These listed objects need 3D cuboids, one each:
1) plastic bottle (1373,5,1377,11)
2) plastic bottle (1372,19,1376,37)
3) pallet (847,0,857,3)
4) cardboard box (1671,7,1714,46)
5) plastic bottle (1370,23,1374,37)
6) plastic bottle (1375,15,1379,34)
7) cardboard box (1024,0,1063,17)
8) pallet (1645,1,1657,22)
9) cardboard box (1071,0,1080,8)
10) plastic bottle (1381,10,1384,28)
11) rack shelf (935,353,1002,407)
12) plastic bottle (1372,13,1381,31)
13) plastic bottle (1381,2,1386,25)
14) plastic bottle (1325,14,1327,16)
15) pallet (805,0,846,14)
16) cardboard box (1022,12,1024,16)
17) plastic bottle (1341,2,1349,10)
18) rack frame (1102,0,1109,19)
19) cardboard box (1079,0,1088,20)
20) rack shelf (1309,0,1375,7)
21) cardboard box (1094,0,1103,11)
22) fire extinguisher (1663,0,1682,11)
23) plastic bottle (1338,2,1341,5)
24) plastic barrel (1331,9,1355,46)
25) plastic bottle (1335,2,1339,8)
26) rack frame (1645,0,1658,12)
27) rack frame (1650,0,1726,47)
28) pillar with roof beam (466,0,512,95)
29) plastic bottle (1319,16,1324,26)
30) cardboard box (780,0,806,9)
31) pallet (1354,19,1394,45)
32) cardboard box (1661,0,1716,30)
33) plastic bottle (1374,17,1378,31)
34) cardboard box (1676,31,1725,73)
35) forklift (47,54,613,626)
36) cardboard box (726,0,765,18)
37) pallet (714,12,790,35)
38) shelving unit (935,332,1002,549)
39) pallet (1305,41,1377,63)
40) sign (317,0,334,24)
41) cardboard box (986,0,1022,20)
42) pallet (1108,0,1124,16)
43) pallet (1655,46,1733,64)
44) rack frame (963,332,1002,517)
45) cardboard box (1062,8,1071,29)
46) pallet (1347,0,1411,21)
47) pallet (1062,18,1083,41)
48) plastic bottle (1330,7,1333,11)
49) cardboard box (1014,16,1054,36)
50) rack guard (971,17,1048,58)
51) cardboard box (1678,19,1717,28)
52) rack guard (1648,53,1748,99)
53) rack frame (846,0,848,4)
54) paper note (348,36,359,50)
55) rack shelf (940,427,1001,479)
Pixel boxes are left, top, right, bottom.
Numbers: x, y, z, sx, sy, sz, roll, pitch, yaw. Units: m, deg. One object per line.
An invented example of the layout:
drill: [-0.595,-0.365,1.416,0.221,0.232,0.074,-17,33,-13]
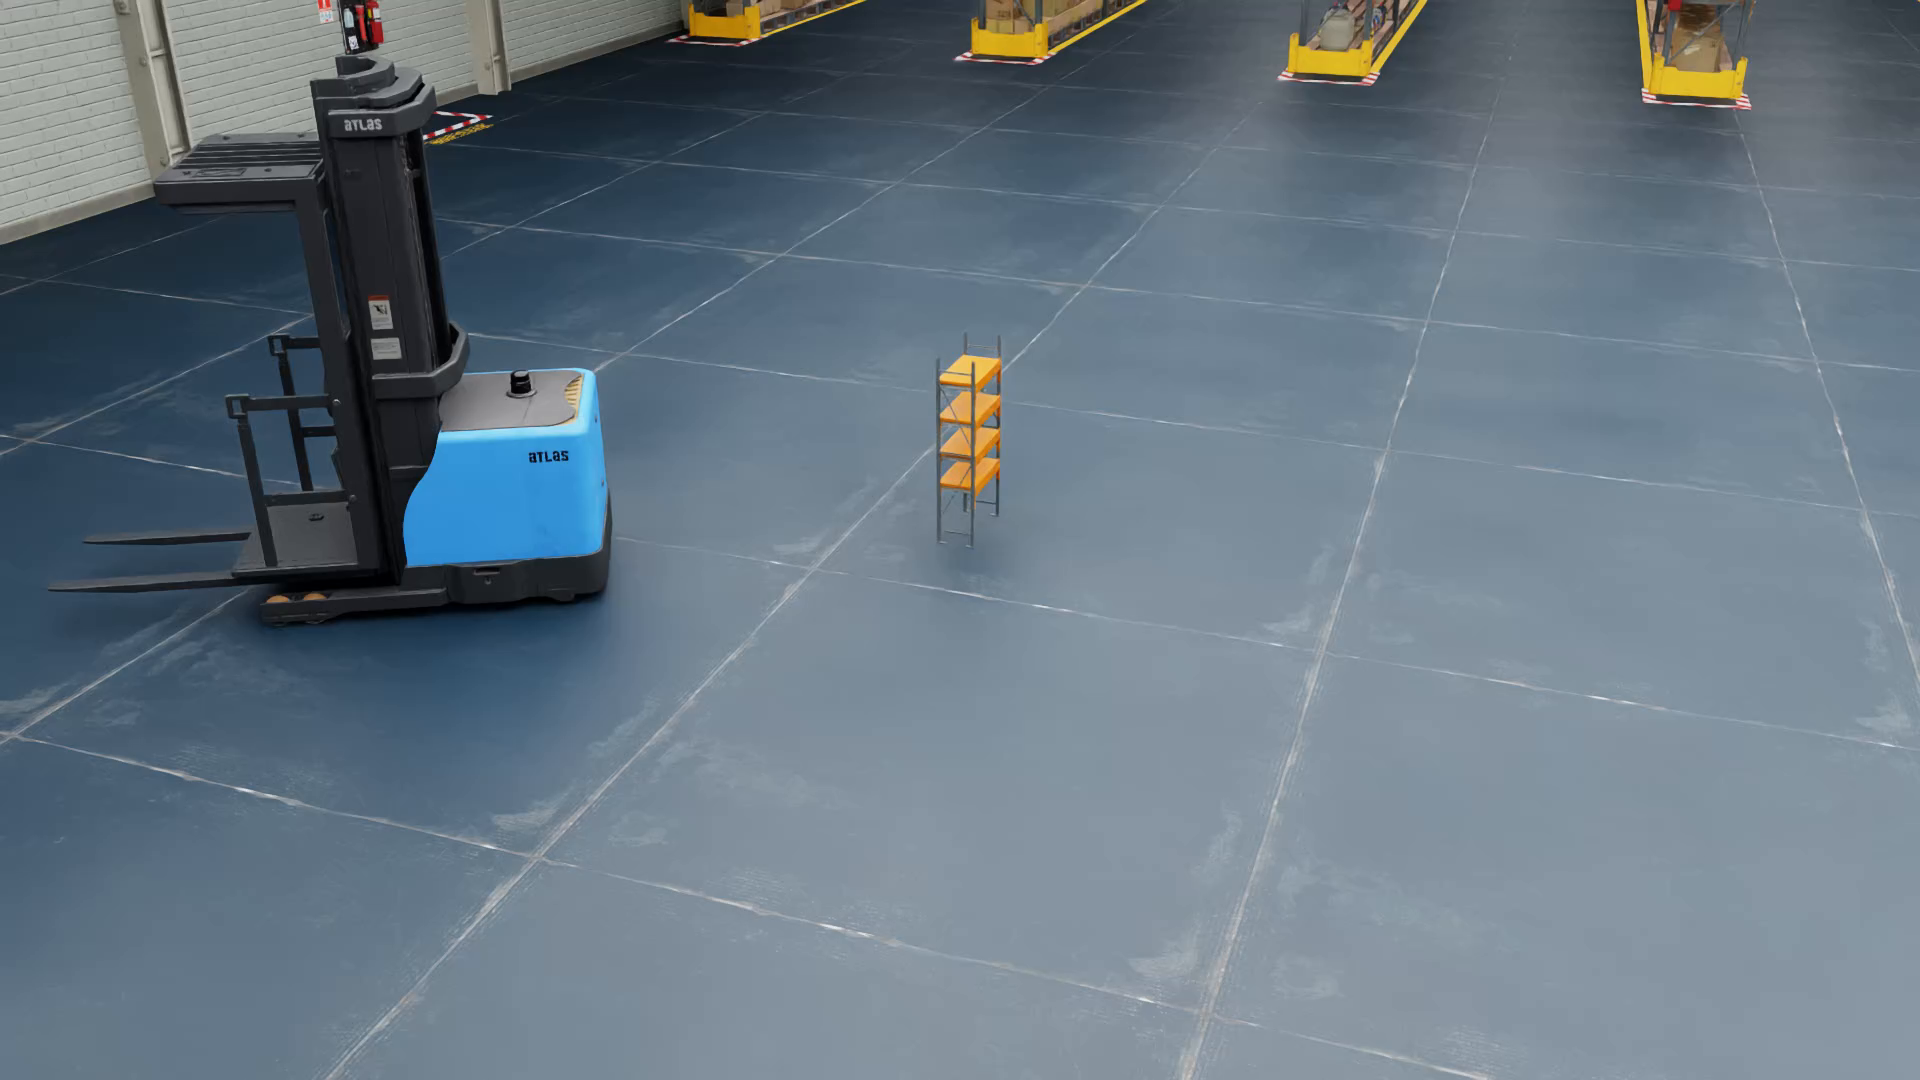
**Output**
plastic bottle: [6.698,-8.565,27.034,0.144,0.351,0.185,9,27,17]
plastic bottle: [6.435,-7.967,25.875,0.061,0.283,0.133,9,27,18]
pallet: [-2.308,-10.347,31.378,1.003,0.211,1.213,9,27,17]
cardboard box: [11.093,-7.796,25.296,0.500,0.500,0.500,19,32,34]
plastic bottle: [6.342,-7.871,25.691,0.097,0.271,0.097,0,26,0]
plastic bottle: [6.557,-8.137,26.239,0.097,0.271,0.097,0,26,0]
cardboard box: [1.328,-8.604,26.391,0.500,0.500,0.500,9,27,17]
pallet: [12.517,-9.195,28.998,1.003,0.211,1.213,9,27,17]
cardboard box: [1.665,-9.014,27.239,0.500,0.500,0.500,9,27,17]
plastic bottle: [6.755,-8.362,26.691,0.061,0.283,0.133,11,28,21]
rack shelf: [0.055,-0.962,9.958,0.258,0.148,0.480,9,27,17]
plastic bottle: [6.605,-8.233,26.433,0.152,0.276,0.135,9,27,18]
plastic bottle: [6.834,-8.545,26.990,0.144,0.351,0.185,8,27,16]
plastic bottle: [5.799,-8.149,26.258,0.152,0.276,0.135,8,27,16]
pallet: [-2.756,-9.746,30.136,1.003,0.211,1.213,9,27,17]
cardboard box: [0.830,-8.343,26.713,0.500,0.250,0.500,9,27,17]
plastic bottle: [6.252,-8.559,27.019,0.144,0.351,0.185,9,27,17]
rack frame: [2.107,-10.565,28.629,1.000,3.000,0.127,9,27,17]
cardboard box: [1.830,-8.883,27.827,0.500,0.250,0.500,9,27,17]
rack shelf: [6.111,-8.700,25.601,1.077,0.370,4.000,9,27,17]
cardboard box: [2.158,-9.294,28.677,0.500,0.250,0.500,9,27,17]
fire extinguisher: [9.643,-7.468,22.321,0.296,0.674,0.183,9,27,17]
plastic bottle: [6.257,-8.748,27.502,0.097,0.271,0.097,0,26,0]
plastic barrel: [5.759,-7.758,25.205,0.421,0.512,0.421,0,26,0]
plastic bottle: [6.116,-8.579,27.063,0.144,0.351,0.185,10,27,19]
rack frame: [12.778,-10.771,29.054,1.000,3.000,0.127,9,27,17]
rack frame: [11.447,-9.127,25.659,1.000,3.000,0.127,9,27,17]
pillar with roof beam: [-2.417,-9.661,19.878,9.100,9.000,0.400,9,27,17]
plastic bottle: [5.665,-8.046,26.038,0.061,0.283,0.133,9,27,19]
cardboard box: [-3.101,-9.511,28.815,0.700,0.500,0.500,7,27,14]
pallet: [6.514,-8.320,27.192,1.003,0.211,1.213,9,27,17]
cardboard box: [11.672,-8.449,26.622,0.700,0.500,0.500,7,27,13]
plastic bottle: [6.490,-8.053,26.067,0.097,0.271,0.097,0,26,0]
cardboard box: [10.340,-6.801,23.242,0.500,0.500,0.500,14,29,27]
forklift: [-3.591,-1.086,9.129,3.031,2.935,1.130,-4,26,-8]
cardboard box: [-3.582,-8.897,27.765,0.500,0.311,0.500,6,26,12]
pallet: [-3.568,-8.743,28.065,1.003,0.211,1.213,9,27,17]
shelving unit: [0.055,-0.608,10.129,0.258,1.200,0.503,9,27,17]
pallet: [5.702,-7.318,25.121,1.003,0.211,1.213,9,27,17]
sign: [-7.616,-6.379,19.943,0.001,0.329,0.234,9,27,17]
cardboard box: [0.673,-8.474,26.122,0.500,0.500,0.500,9,27,17]
pallet: [2.315,-9.619,29.873,1.003,0.211,1.213,9,27,17]
pallet: [10.853,-7.088,24.647,1.003,0.211,1.213,9,27,17]
rack frame: [0.136,-0.708,10.336,0.240,1.200,0.015,9,27,17]
cardboard box: [1.493,-8.472,26.980,0.500,0.250,0.500,9,27,17]
pallet: [7.405,-9.422,29.467,1.003,0.211,1.213,9,27,17]
pallet: [1.398,-8.486,27.535,1.003,0.211,1.213,9,27,17]
plastic bottle: [5.912,-8.327,26.542,0.144,0.351,0.185,9,27,17]
cardboard box: [1.164,-8.061,26.130,0.500,0.250,0.500,9,27,17]
rack guard: [0.768,-7.786,25.758,1.175,0.500,0.348,9,27,17]
cardboard box: [10.732,-7.307,24.285,0.500,0.500,0.500,11,28,22]
rack guard: [10.141,-6.389,22.873,1.175,0.500,0.348,9,27,17]
rack frame: [-2.566,-11.282,30.109,1.000,3.000,0.127,9,27,17]
paper note: [-7.459,-6.116,20.451,0.016,0.148,0.142,9,27,17]
rack shelf: [0.055,-0.548,10.158,0.258,0.148,0.480,9,27,17]
